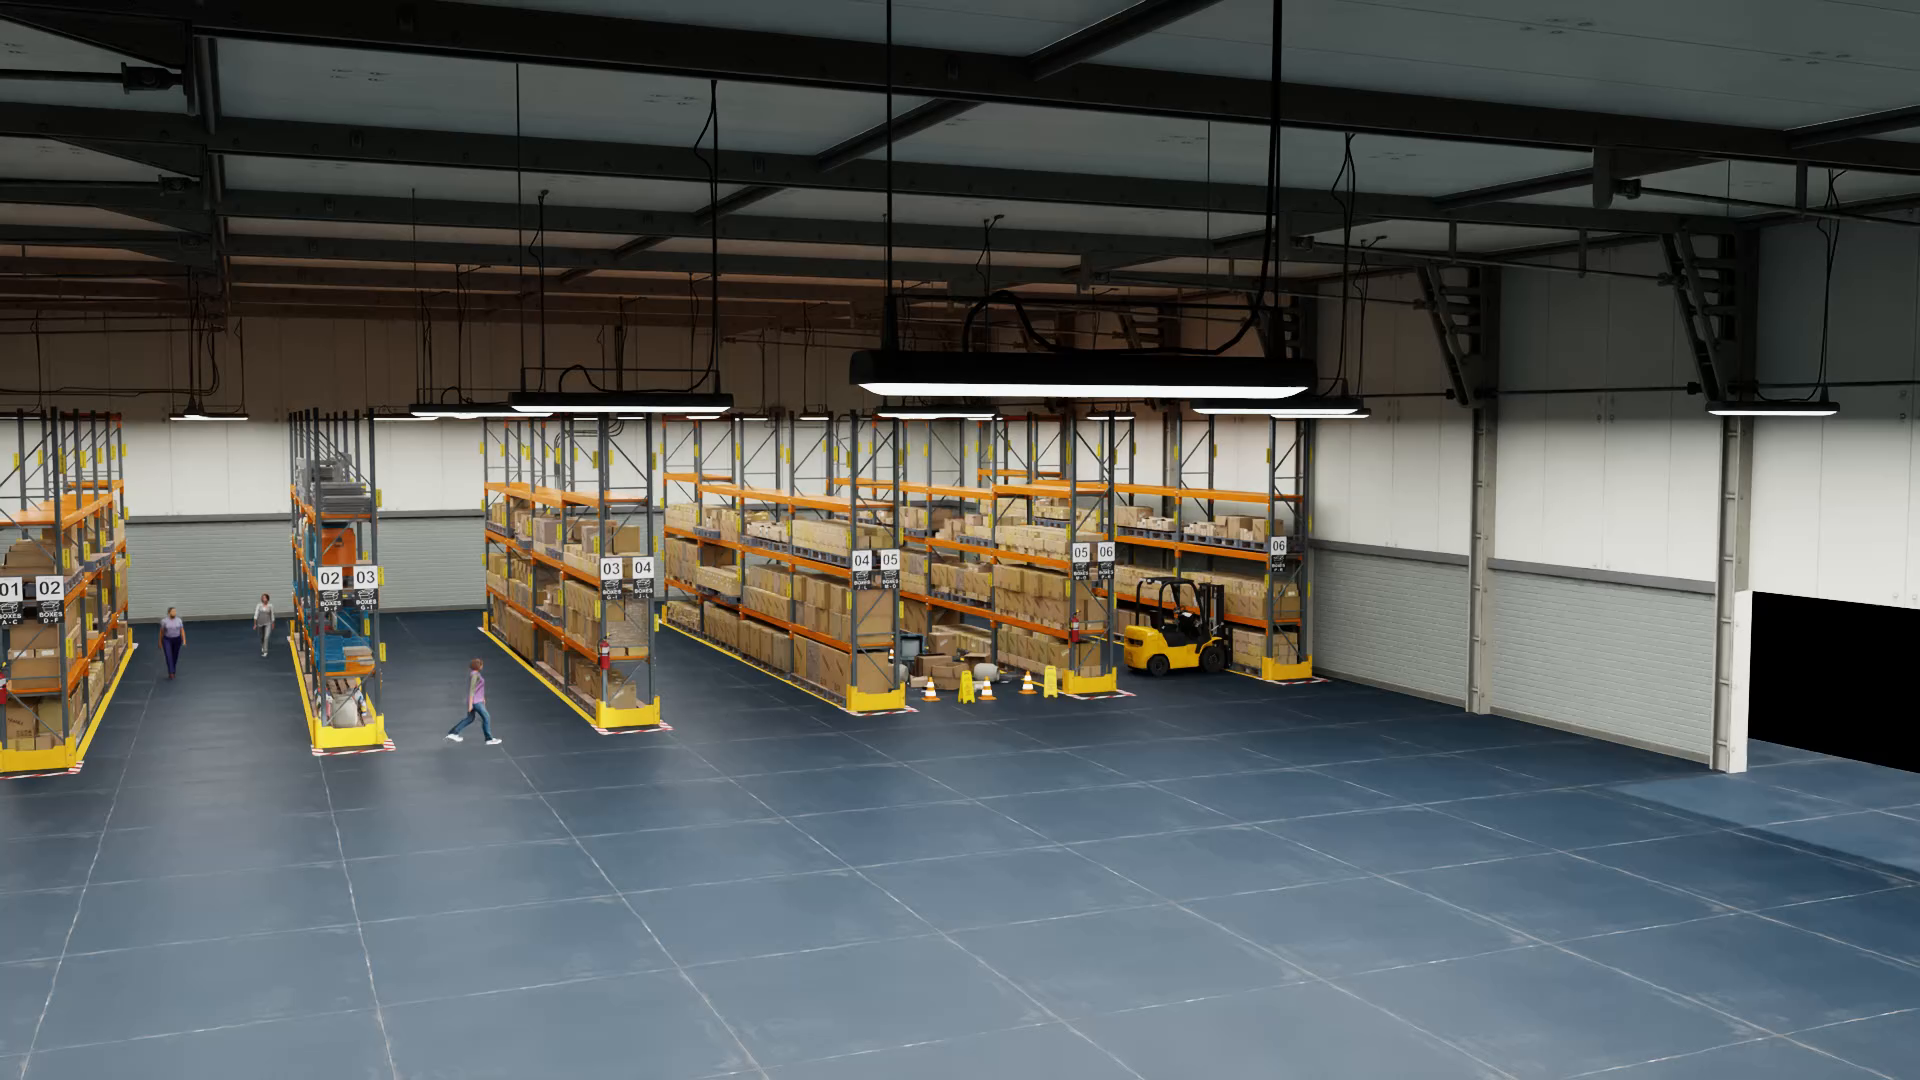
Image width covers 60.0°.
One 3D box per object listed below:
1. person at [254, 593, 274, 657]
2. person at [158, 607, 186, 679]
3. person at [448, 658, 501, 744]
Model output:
[{"bbox_3d":[-17.092,2.083,40.865,0.448,1.560,0.959,-1,4,-16],"label":"person"},{"bbox_3d":[-17.767,2.289,37.507,0.537,1.580,1.069,-3,5,-38],"label":"person"},{"bbox_3d":[-8.633,2.879,29.531,0.931,1.522,0.473,-1,4,-13],"label":"person"}]
